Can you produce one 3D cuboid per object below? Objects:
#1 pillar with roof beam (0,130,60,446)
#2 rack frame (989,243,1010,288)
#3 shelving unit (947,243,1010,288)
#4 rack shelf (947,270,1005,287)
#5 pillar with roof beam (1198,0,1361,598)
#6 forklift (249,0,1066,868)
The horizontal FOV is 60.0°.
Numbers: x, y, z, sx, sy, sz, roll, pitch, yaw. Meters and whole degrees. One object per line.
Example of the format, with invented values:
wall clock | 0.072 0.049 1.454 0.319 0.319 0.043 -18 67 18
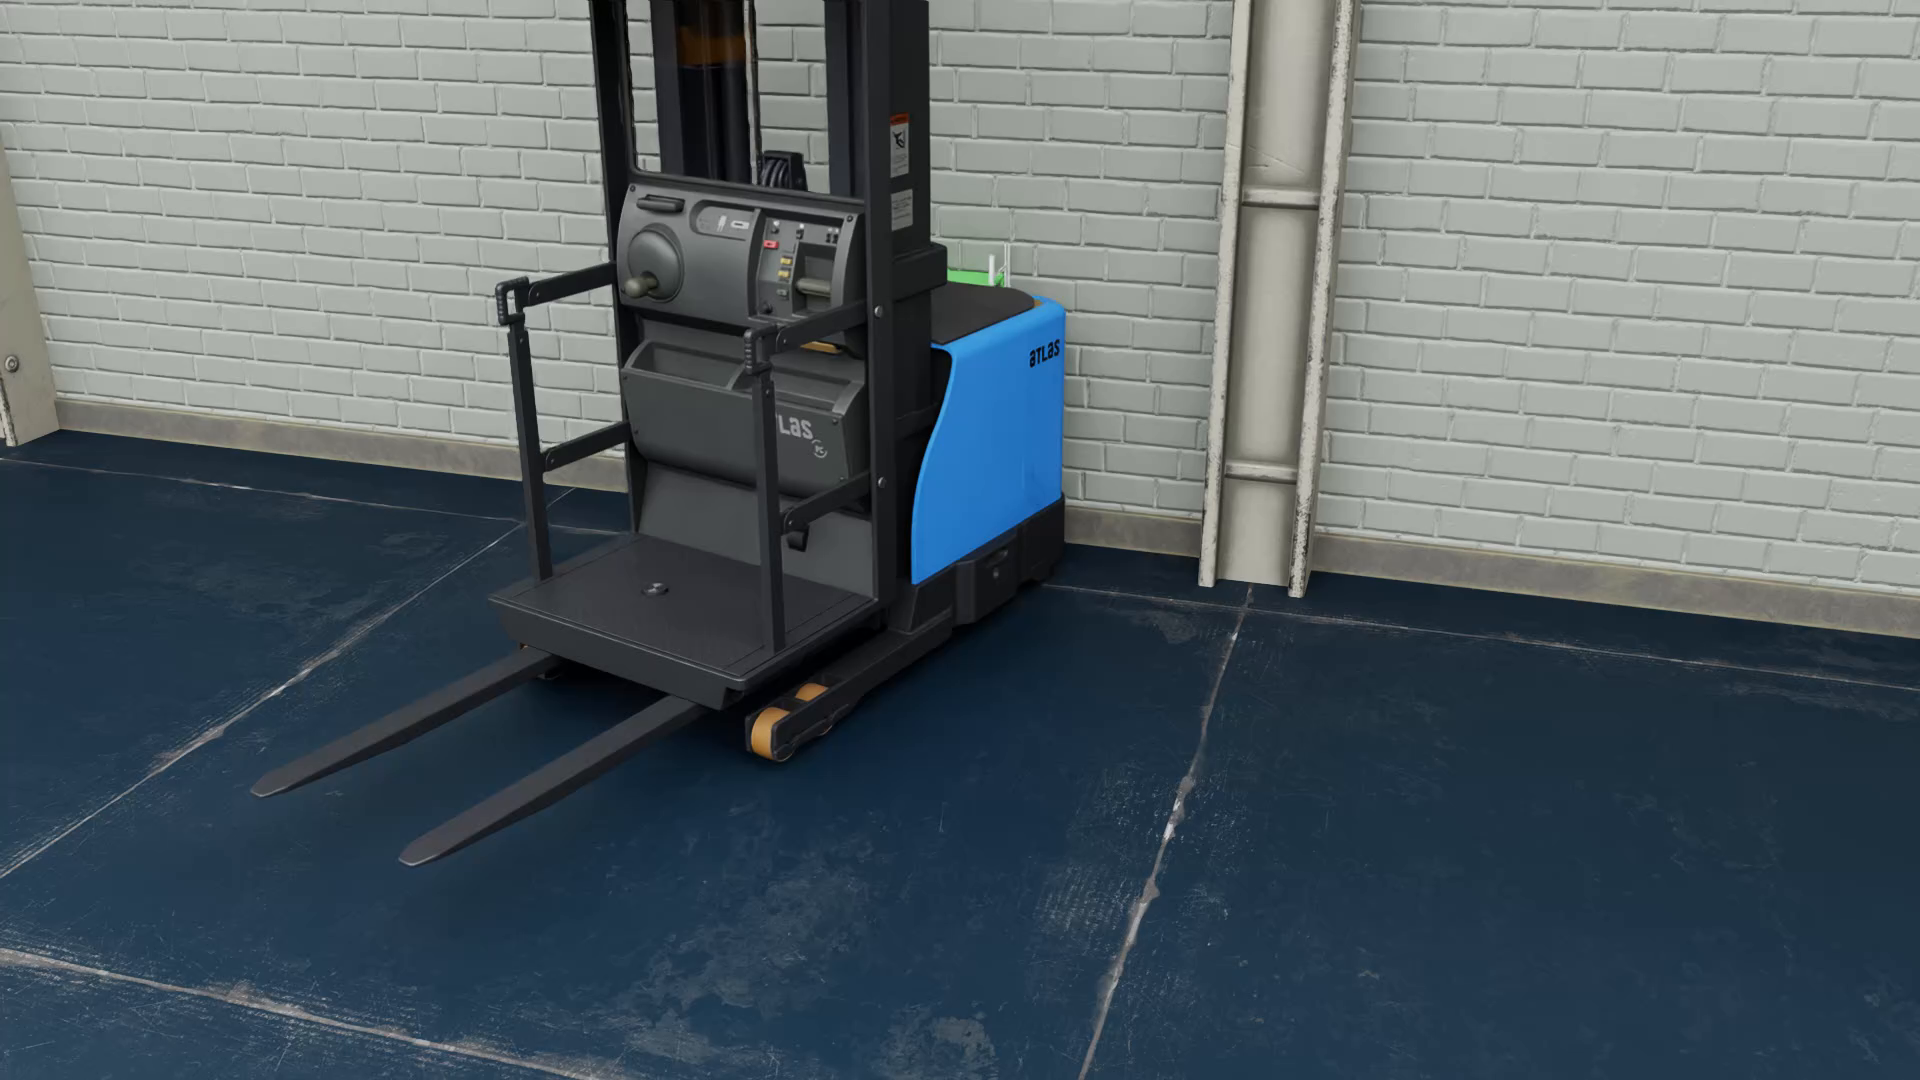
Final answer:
pillar with roof beam | -5.845 -3.118 2.513 0.400 9.000 9.100 7 23 16
rack frame | 0.148 -0.535 6.480 0.015 1.200 0.240 7 22 16
shelving unit | -0.085 -0.562 6.546 0.503 1.200 0.258 7 22 16
rack shelf | -0.083 -0.950 6.396 0.480 0.148 0.258 7 22 16
pillar with roof beam | -0.101 -2.460 0.910 0.400 9.000 9.100 7 23 16
forklift | -0.826 -0.879 5.050 1.130 2.935 3.031 14 26 31
